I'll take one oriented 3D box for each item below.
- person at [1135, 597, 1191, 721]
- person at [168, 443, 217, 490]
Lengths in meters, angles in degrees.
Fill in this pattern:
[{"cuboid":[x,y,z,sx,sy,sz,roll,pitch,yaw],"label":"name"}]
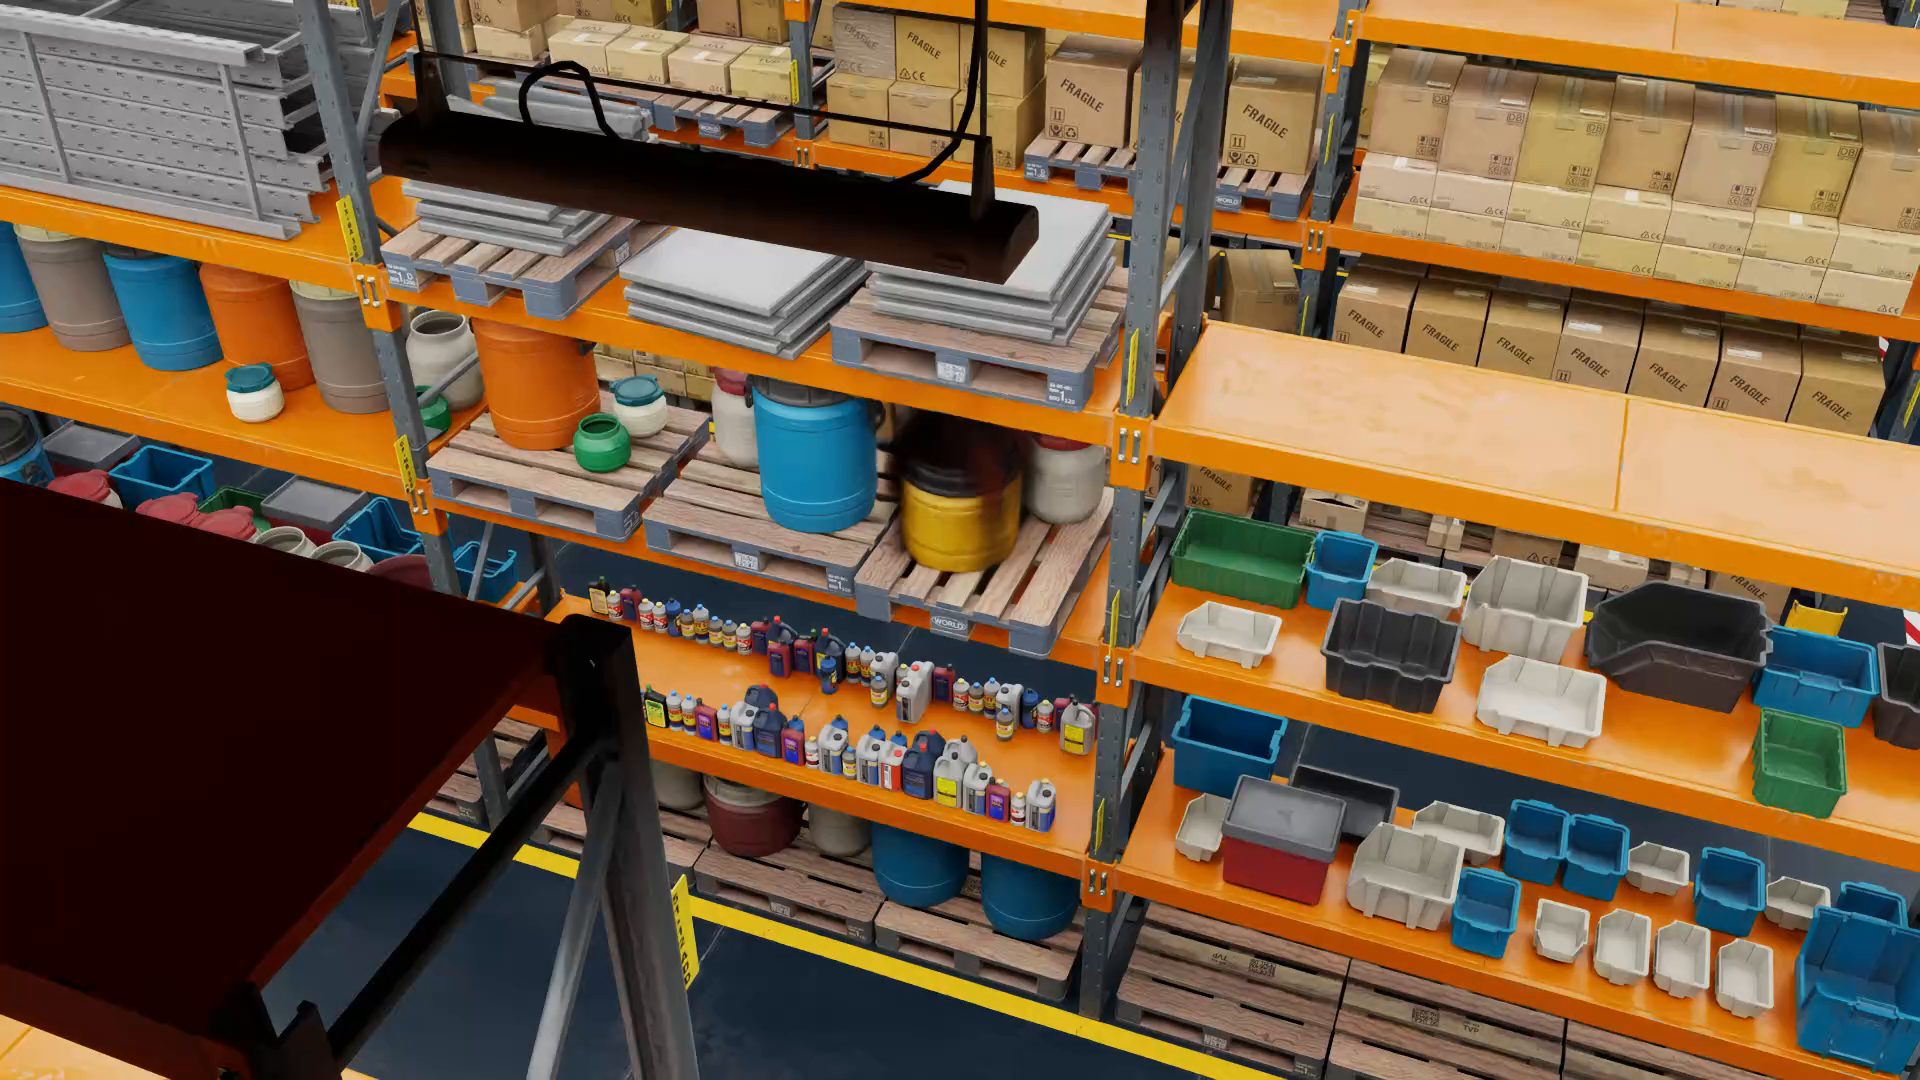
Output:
[{"cuboid":[1.393,0.818,10.597,0.581,1.776,0.422,3,37,3],"label":"person"},{"cuboid":[-6.400,-1.064,13.378,0.557,1.731,0.448,14,39,18],"label":"person"}]
